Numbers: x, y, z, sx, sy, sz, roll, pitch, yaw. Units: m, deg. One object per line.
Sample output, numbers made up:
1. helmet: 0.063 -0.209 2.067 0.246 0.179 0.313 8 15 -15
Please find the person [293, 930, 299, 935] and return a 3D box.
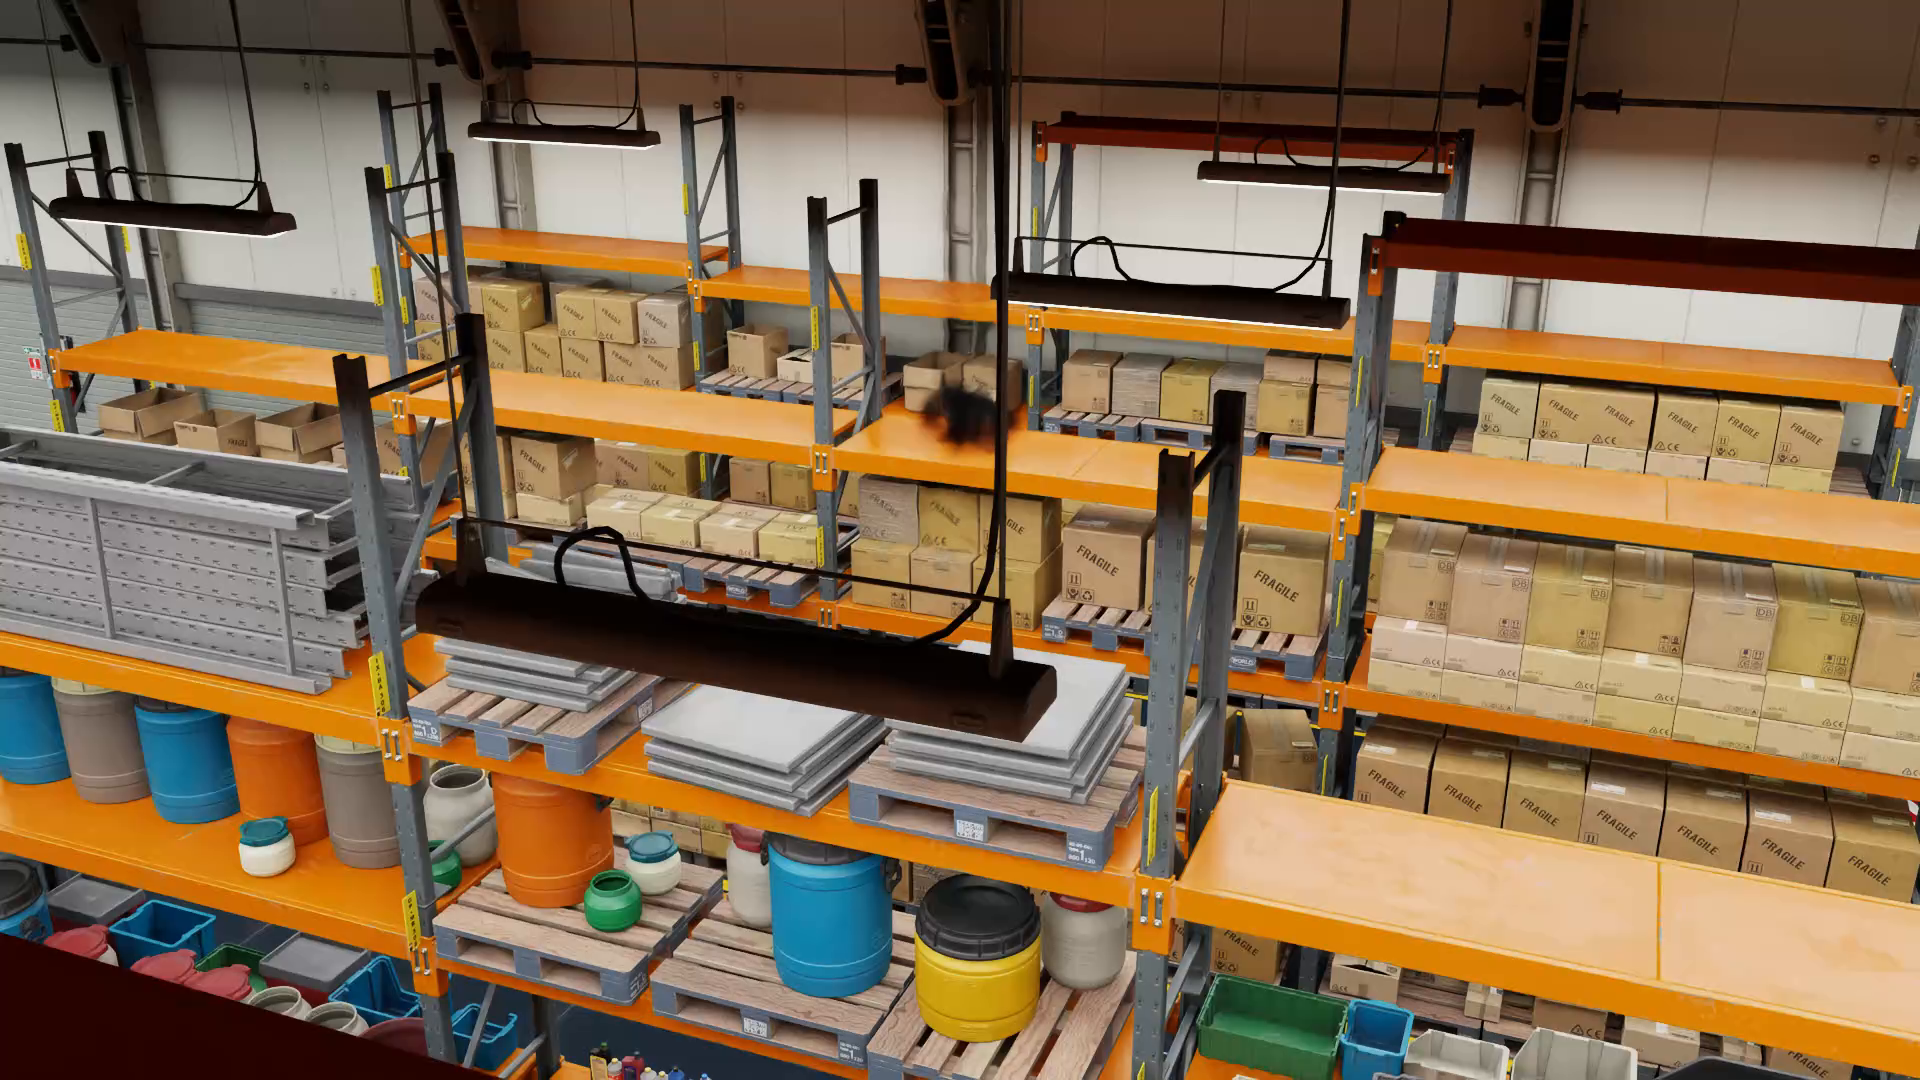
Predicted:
1. person: -4.924 2.767 12.704 0.802 1.665 0.572 9 23 23
